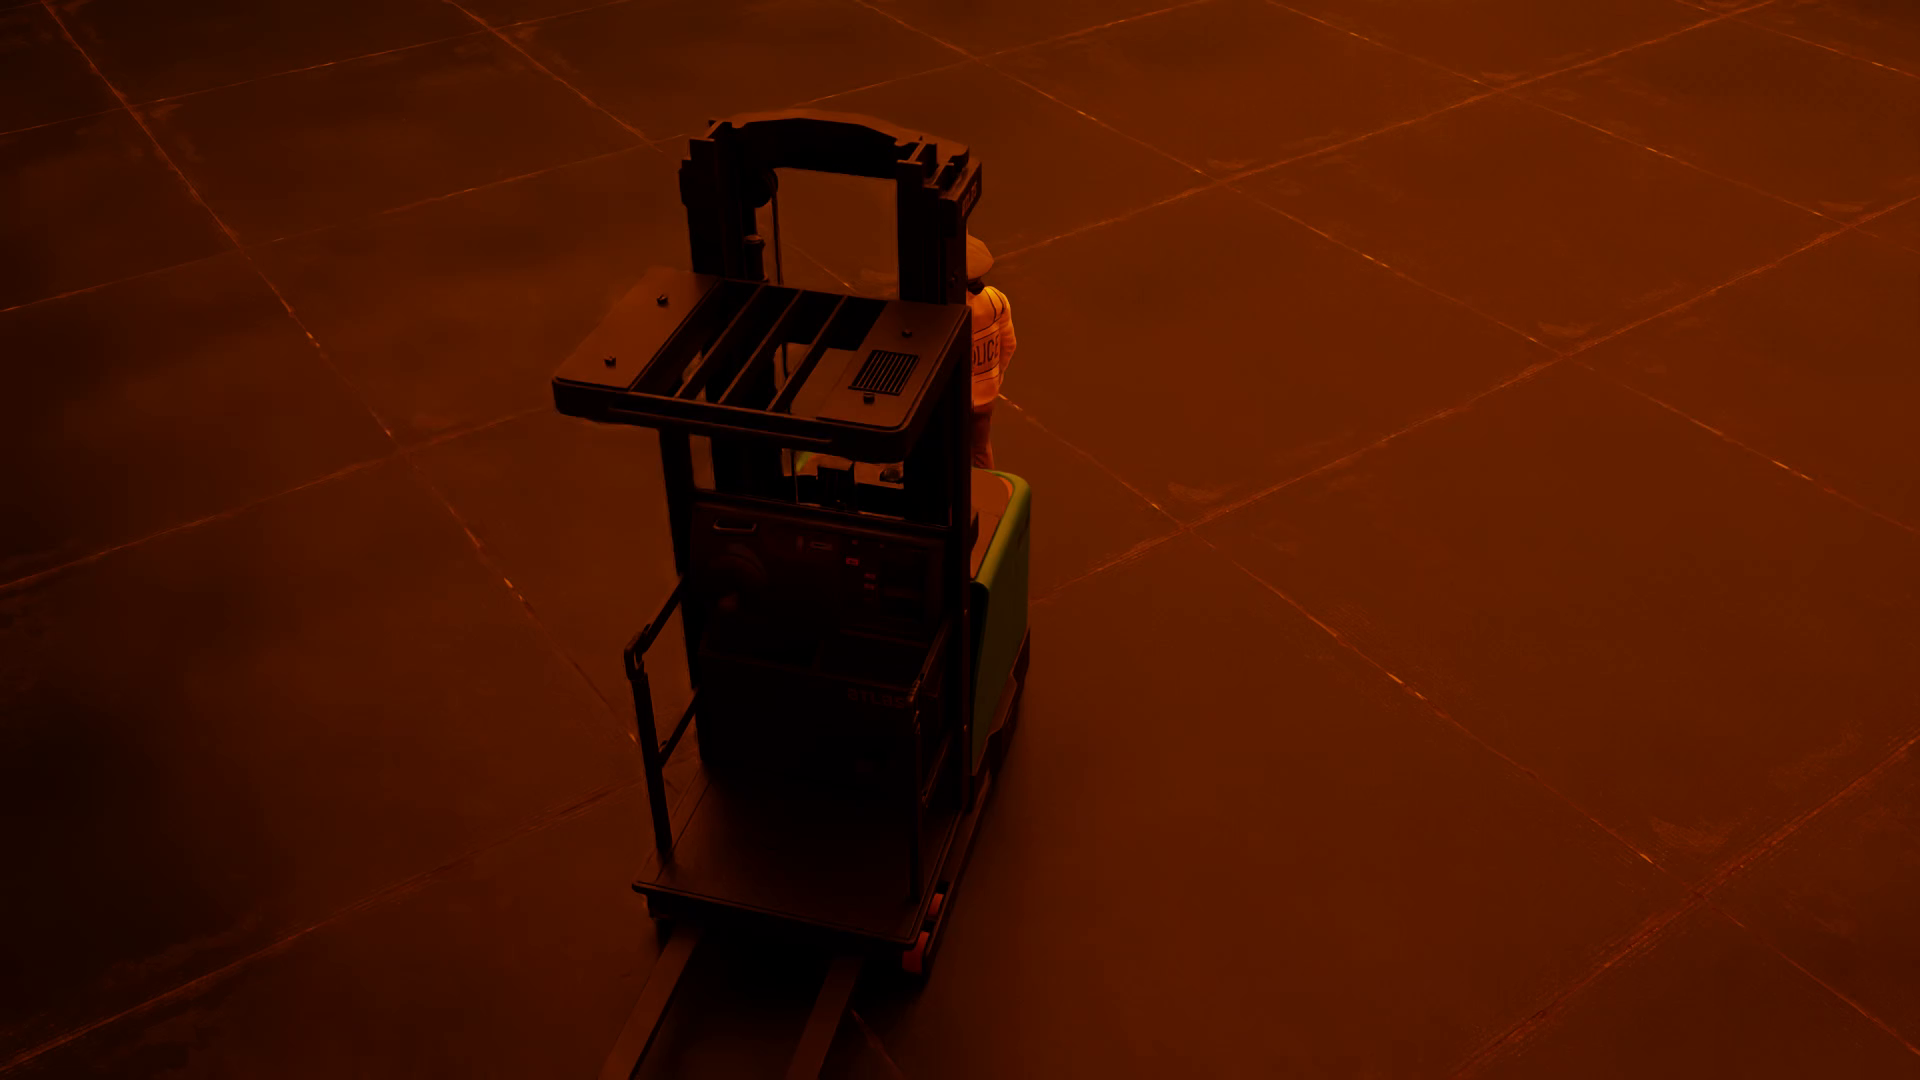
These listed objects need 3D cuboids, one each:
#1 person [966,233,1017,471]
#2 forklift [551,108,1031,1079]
[{"bbox_3d":[-0.035,-0.723,7.951,0.587,1.694,0.529,-23,42,-28],"label":"person"},{"bbox_3d":[-0.565,0.183,5.697,1.130,2.935,3.031,9,37,12],"label":"forklift"}]
